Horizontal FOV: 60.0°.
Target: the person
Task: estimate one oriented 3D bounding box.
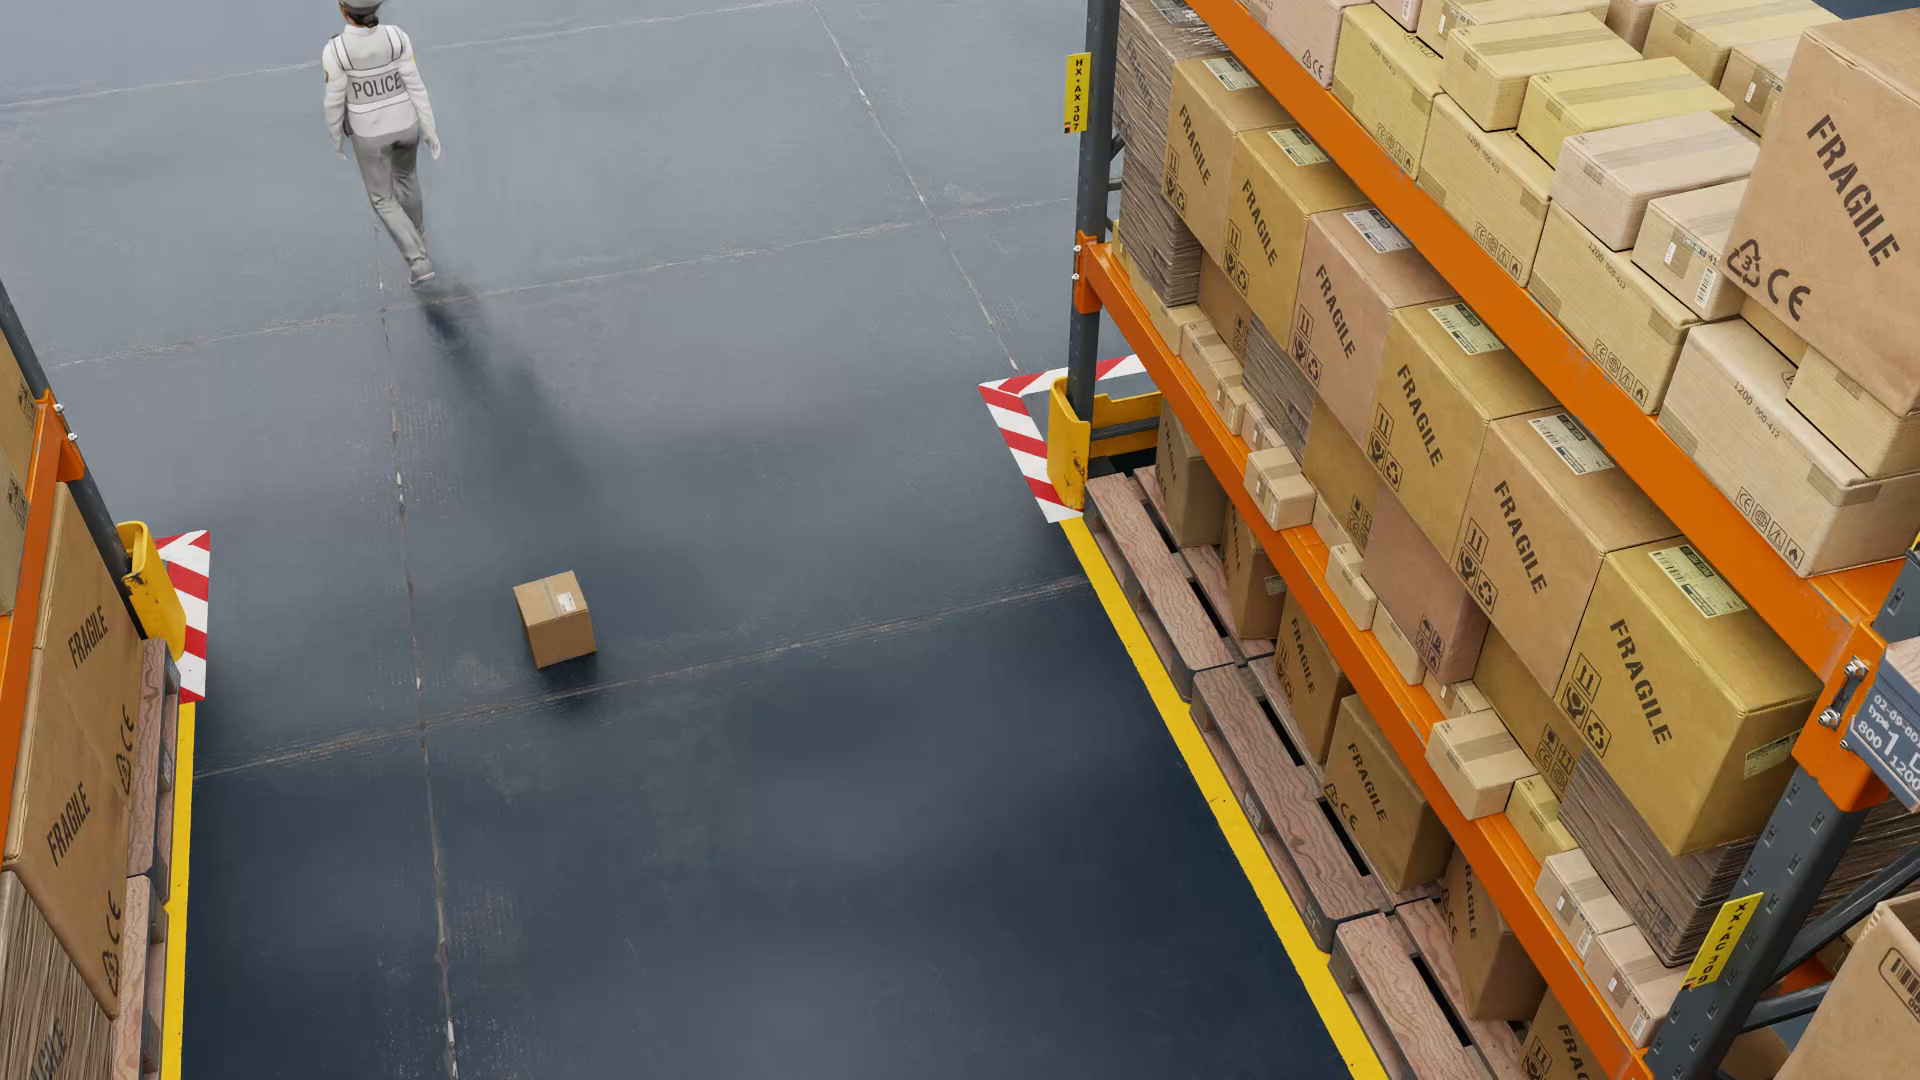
[{"bbox_3d":[-2.915,-2.075,8.395,0.495,1.652,0.888,-25,48,-25],"label":"person"}]
